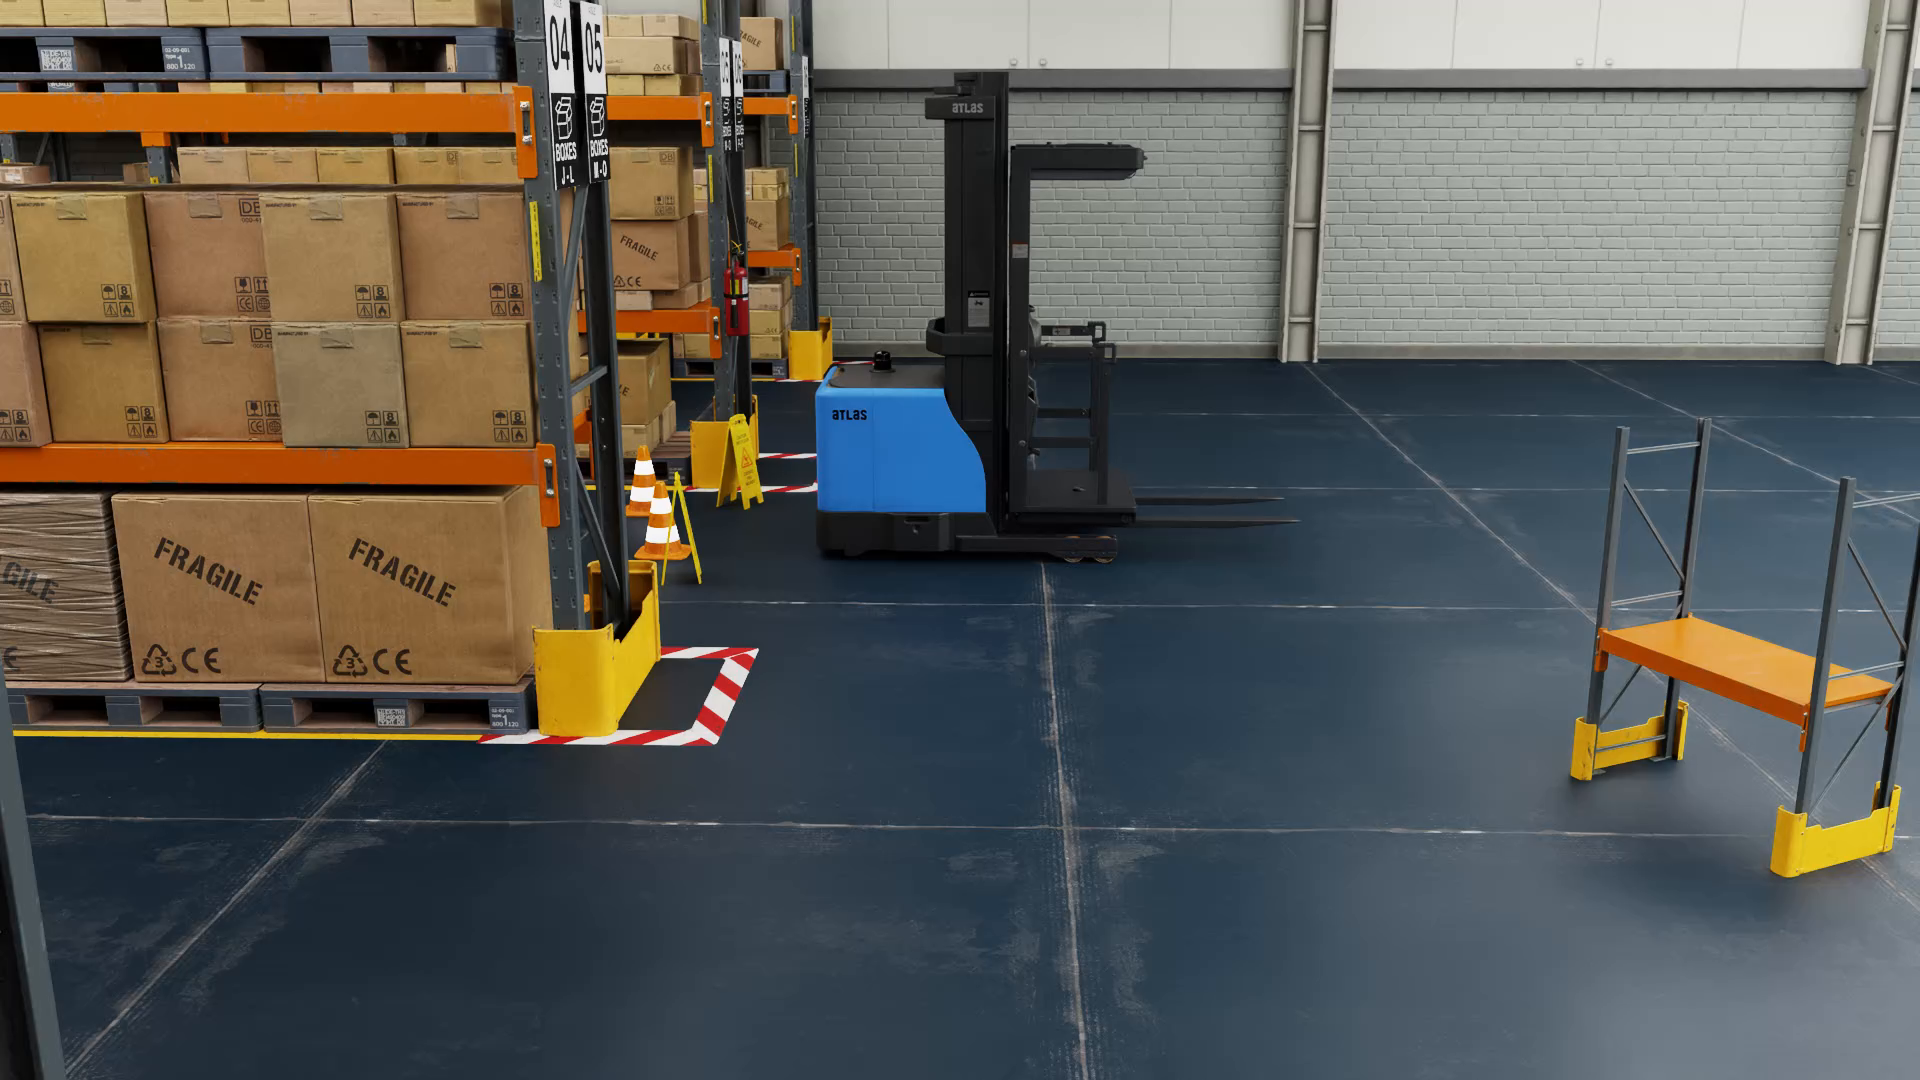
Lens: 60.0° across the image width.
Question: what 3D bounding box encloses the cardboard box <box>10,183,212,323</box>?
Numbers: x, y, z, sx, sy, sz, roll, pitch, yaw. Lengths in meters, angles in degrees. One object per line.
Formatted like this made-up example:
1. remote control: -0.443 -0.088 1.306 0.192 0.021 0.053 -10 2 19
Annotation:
1. cardboard box: -3.759 -1.310 7.513 0.500 0.550 0.875 0 15 1

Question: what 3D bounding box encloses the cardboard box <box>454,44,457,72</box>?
1. cardboard box: -3.262 -3.439 11.826 0.500 0.250 0.500 1 15 3

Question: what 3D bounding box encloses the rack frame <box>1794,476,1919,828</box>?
1. rack frame: 3.298 0.483 6.068 0.500 1.500 0.032 -7 16 -24

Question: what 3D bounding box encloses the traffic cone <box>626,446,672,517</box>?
1. traffic cone: -2.185 -0.424 11.541 0.334 0.463 0.336 0 15 1

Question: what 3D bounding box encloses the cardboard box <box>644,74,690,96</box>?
1. cardboard box: -2.086 -3.237 11.841 0.250 0.149 0.380 0 15 2

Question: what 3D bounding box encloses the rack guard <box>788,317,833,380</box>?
1. rack guard: -1.575 -2.034 17.570 0.348 0.500 1.175 0 15 1

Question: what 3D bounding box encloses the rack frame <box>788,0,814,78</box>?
1. rack frame: -1.599 -6.144 16.486 0.127 3.000 1.000 0 15 1

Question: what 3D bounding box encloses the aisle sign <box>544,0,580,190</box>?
1. aisle sign: -1.684 -1.894 7.043 0.004 0.787 0.394 0 15 1

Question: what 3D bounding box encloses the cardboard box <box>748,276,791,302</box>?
1. cardboard box: -2.075 -2.651 17.616 0.500 0.250 0.500 0 15 1

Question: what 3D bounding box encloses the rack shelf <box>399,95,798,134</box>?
1. rack shelf: -3.598 -4.358 17.010 4.000 0.370 1.077 0 15 1

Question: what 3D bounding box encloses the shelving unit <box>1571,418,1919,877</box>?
1. shelving unit: 3.079 0.364 6.521 0.587 1.500 1.083 -7 16 -24

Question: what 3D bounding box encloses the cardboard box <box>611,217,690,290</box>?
1. cardboard box: -2.272 -2.102 12.150 0.500 0.500 0.500 0 15 0

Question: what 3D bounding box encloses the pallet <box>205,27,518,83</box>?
1. pallet: -2.489 -2.124 7.303 1.213 0.211 1.003 0 15 1

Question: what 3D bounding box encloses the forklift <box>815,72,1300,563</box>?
1. forklift: 0.624 -1.414 10.452 3.031 2.935 1.130 0 15 1

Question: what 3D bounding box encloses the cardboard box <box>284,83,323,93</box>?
1. cardboard box: -4.655 -3.266 11.953 0.250 0.149 0.380 1 15 3

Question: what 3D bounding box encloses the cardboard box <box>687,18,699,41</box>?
1. cardboard box: -2.072 -3.746 12.207 0.250 0.149 0.380 0 15 1

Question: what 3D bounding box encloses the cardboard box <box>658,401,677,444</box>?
1. cardboard box: -2.521 -0.926 13.038 0.500 0.250 0.500 0 15 1

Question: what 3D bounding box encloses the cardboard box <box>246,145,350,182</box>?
1. cardboard box: -4.776 -2.612 12.120 0.500 0.500 0.700 0 15 2

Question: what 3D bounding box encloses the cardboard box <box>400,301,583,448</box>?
1. cardboard box: -2.120 -0.777 7.613 0.550 0.550 0.875 0 15 1

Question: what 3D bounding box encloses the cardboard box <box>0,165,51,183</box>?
1. cardboard box: -6.877 -2.659 12.163 0.250 0.149 0.380 0 15 0

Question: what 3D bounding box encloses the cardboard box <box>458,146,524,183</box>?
1. cardboard box: -3.257 -2.583 12.010 0.500 0.500 0.700 0 15 1

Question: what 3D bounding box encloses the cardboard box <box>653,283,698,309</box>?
1. cardboard box: -2.101 -1.803 12.288 0.250 0.149 0.380 1 15 3

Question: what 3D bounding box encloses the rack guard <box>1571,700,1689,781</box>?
1. rack guard: 2.868 0.853 7.117 0.587 0.250 0.087 -7 16 -24

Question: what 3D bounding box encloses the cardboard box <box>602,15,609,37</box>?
1. cardboard box: -2.580 -3.627 11.756 0.250 0.149 0.380 0 15 1

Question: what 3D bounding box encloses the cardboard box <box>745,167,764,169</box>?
1. cardboard box: -2.194 -3.823 17.400 0.250 0.149 0.380 1 15 3

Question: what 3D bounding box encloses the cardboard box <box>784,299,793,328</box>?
1. cardboard box: -2.064 -2.414 17.697 0.500 0.250 0.500 1 15 2

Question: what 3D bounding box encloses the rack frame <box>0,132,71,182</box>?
1. rack frame: -9.596 -3.295 17.449 0.127 3.000 1.000 0 15 1

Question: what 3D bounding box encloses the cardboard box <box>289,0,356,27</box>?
1. cardboard box: -2.597 -2.213 6.943 0.250 0.149 0.380 1 15 2

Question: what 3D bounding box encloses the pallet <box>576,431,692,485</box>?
1. pallet: -2.609 -0.644 12.865 1.213 0.211 1.003 0 15 1

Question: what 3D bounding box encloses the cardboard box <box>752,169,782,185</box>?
1. cardboard box: -1.963 -3.697 16.923 0.250 0.149 0.380 0 15 2

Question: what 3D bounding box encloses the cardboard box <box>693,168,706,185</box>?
1. cardboard box: -2.719 -3.706 16.958 0.250 0.149 0.380 0 15 2

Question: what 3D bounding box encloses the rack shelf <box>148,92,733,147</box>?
1. rack shelf: -3.721 -3.093 12.212 4.000 0.370 1.077 0 15 1

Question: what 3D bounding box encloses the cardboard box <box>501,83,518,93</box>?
1. cardboard box: -3.102 -3.249 11.886 0.250 0.149 0.380 0 15 1

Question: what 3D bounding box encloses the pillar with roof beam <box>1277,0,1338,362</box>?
1. pillar with roof beam: 3.616 -5.241 13.065 0.400 9.000 9.100 0 15 1

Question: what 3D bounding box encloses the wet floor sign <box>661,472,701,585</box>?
1. wet floor sign: -1.668 -0.080 9.880 0.232 0.644 0.267 -2 15 -8

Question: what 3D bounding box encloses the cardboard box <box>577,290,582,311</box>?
1. cardboard box: -2.871 -1.778 12.191 0.250 0.149 0.380 1 15 2

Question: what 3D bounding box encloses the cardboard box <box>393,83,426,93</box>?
1. cardboard box: -3.871 -3.257 11.918 0.250 0.149 0.380 0 15 2

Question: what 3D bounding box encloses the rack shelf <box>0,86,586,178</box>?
1. rack shelf: -3.747 -1.830 7.425 4.000 0.370 1.077 0 15 1

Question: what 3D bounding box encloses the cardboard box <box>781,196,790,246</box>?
1. cardboard box: -2.087 -3.365 17.519 0.500 0.500 0.500 1 15 3

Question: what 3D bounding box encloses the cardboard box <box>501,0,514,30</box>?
1. cardboard box: -2.082 -2.378 7.568 0.250 0.149 0.380 0 15 2

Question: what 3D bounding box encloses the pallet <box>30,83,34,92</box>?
1. pallet: -7.372 -3.400 12.334 1.003 0.211 1.213 0 15 1

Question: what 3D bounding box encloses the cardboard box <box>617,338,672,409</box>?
1. cardboard box: -2.545 -1.289 12.942 0.500 0.500 0.500 0 15 0

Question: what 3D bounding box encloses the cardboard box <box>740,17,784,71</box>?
1. cardboard box: -2.048 -4.934 16.565 0.500 0.500 0.500 1 15 3

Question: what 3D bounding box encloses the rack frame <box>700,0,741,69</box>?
1. rack frame: -1.722 -4.878 11.688 0.127 3.000 1.000 0 15 1

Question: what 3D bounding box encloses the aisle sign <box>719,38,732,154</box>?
1. aisle sign: -1.668 -3.160 11.840 0.004 0.787 0.394 0 15 1

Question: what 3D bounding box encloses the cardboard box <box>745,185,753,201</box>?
1. cardboard box: -2.209 -3.530 16.871 0.250 0.149 0.380 1 15 2

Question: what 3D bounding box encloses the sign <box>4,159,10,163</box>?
1. sign: -9.601 -3.678 16.787 0.005 0.325 0.100 0 15 1

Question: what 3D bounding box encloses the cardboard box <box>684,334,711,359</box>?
1. cardboard box: -2.574 -2.045 17.276 0.500 0.250 0.500 0 15 1

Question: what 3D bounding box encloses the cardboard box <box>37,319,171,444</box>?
1. cardboard box: -3.758 -0.804 7.713 0.500 0.550 0.875 0 15 1

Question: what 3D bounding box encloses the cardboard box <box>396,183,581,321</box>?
1. cardboard box: -2.117 -1.321 7.556 0.550 0.550 0.875 0 15 1

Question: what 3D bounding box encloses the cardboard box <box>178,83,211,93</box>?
1. cardboard box: -5.412 -3.267 11.954 0.250 0.149 0.380 0 15 1

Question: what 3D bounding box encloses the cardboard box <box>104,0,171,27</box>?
1. cardboard box: -3.359 -2.218 6.962 0.250 0.149 0.380 0 15 2

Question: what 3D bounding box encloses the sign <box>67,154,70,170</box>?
1. sign: -9.586 -3.996 17.838 0.005 0.325 0.100 0 15 1

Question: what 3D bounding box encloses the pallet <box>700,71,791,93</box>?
1. pallet: -2.305 -4.662 16.923 1.213 0.211 1.003 0 15 1

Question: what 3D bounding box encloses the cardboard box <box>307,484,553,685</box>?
1. cardboard box: -2.427 0.123 7.837 0.875 0.875 0.875 0 15 2

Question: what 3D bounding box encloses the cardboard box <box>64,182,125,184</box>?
1. cardboard box: -6.683 -2.478 12.749 0.500 0.500 0.500 0 15 2
